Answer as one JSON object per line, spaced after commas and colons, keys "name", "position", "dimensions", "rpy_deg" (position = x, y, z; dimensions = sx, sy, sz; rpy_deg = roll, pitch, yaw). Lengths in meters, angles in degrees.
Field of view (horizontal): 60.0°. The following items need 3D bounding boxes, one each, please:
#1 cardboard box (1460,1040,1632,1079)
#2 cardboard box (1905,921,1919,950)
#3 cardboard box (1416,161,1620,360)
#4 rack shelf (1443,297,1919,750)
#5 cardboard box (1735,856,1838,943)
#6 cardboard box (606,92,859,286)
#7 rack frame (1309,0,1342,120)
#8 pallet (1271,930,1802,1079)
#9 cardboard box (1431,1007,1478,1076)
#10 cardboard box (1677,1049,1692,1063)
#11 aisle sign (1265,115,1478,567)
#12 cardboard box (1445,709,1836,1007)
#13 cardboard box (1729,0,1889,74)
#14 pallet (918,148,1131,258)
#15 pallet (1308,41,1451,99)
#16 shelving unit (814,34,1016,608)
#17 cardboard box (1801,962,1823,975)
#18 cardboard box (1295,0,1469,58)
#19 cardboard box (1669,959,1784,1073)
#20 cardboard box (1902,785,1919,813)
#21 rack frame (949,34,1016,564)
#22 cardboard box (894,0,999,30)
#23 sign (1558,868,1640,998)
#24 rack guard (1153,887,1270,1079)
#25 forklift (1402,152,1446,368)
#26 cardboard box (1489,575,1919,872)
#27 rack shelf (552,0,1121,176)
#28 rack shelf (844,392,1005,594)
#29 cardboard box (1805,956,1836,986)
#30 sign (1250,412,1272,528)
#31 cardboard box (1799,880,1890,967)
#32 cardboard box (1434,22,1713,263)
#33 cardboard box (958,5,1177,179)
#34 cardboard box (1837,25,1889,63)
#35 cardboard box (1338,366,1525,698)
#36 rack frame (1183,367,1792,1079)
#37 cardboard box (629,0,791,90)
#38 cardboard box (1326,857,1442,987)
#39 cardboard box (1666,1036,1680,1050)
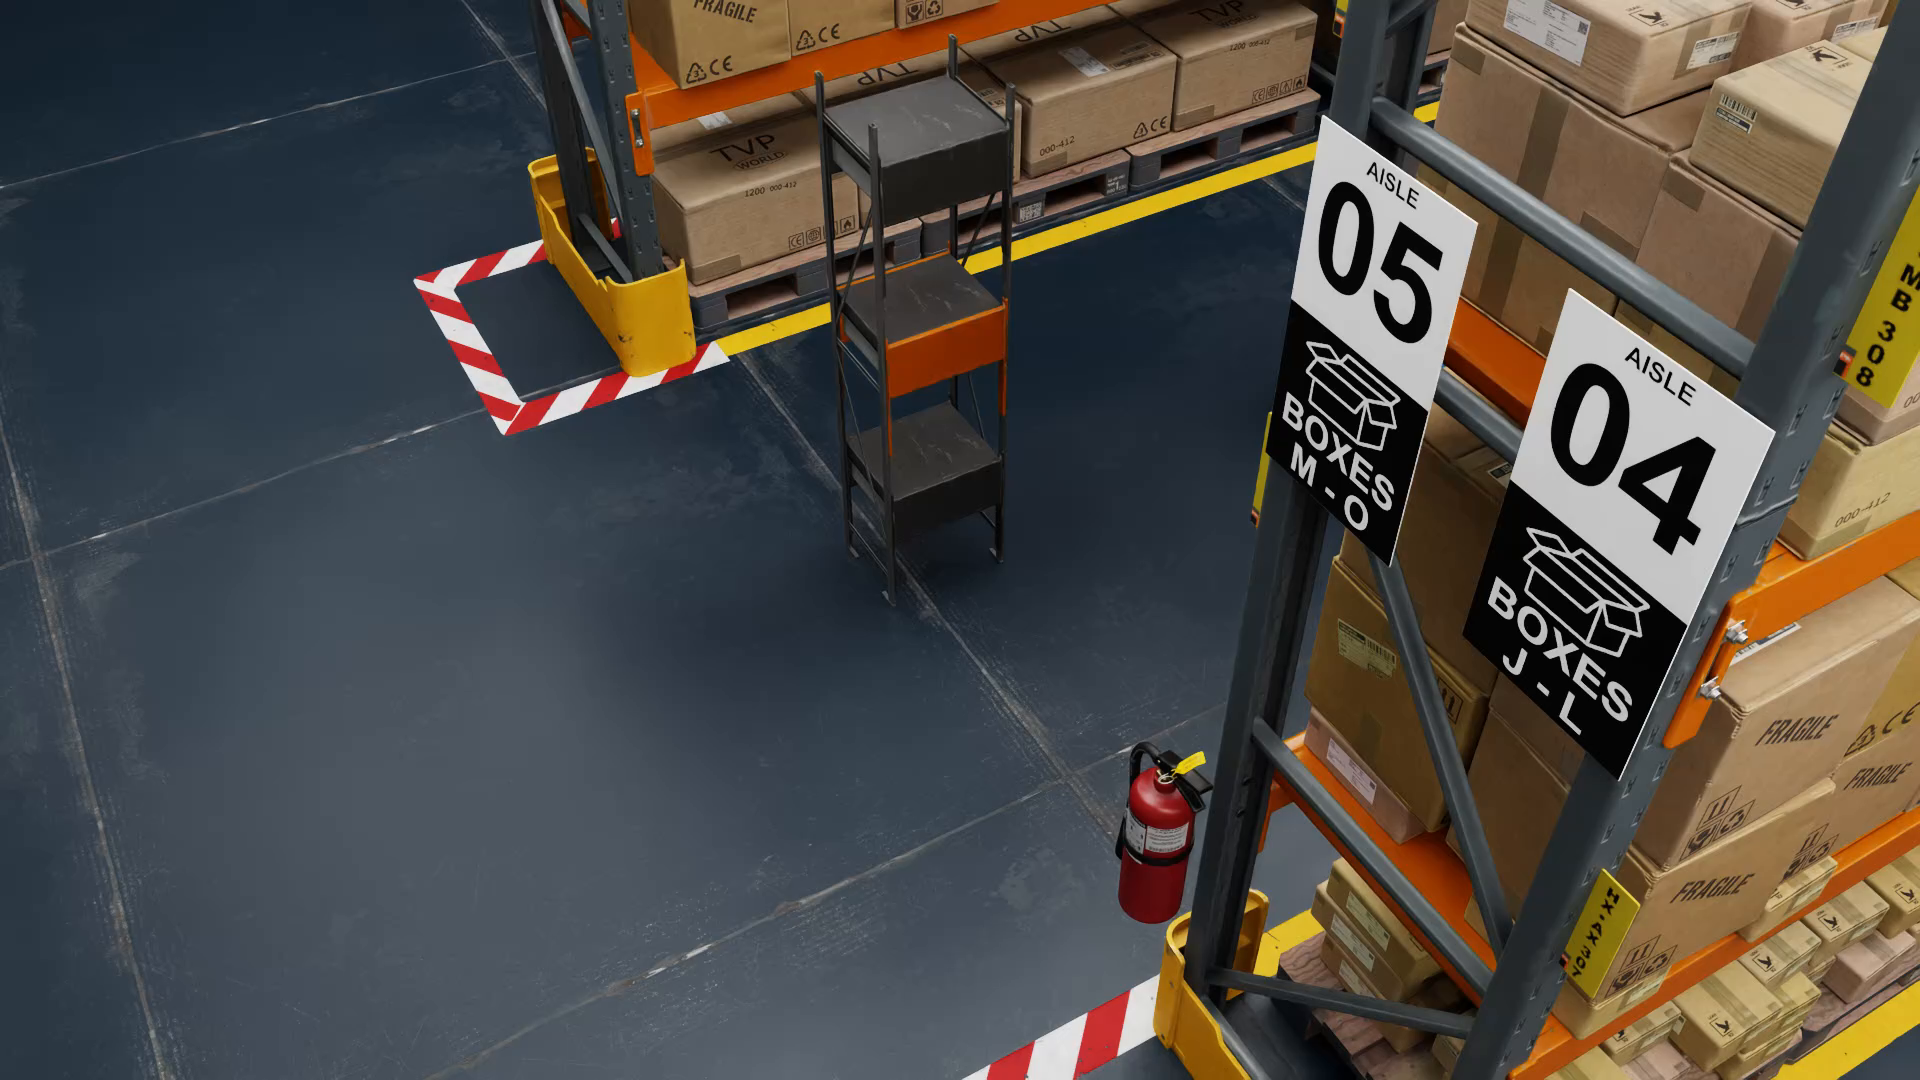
{"name": "cardboard box", "position": [1.576, 1.422, 4.449], "dimensions": [0.250, 0.149, 0.380], "rpy_deg": [-24, 49, -23]}
{"name": "cardboard box", "position": [2.900, 1.079, 5.230], "dimensions": [0.250, 0.149, 0.380], "rpy_deg": [-22, 48, -21]}
{"name": "cardboard box", "position": [1.215, -0.600, 3.168], "dimensions": [0.500, 0.250, 0.500], "rpy_deg": [-23, 49, -22]}
{"name": "rack shelf", "position": [2.686, -0.772, 3.754], "dimensions": [4.000, 0.370, 1.077], "rpy_deg": [-22, 48, -21]}
{"name": "cardboard box", "position": [1.856, 0.742, 4.012], "dimensions": [0.250, 0.149, 0.380], "rpy_deg": [-23, 49, -22]}
{"name": "cardboard box", "position": [-1.079, -1.734, 7.922], "dimensions": [0.875, 0.438, 0.875], "rpy_deg": [-23, 49, -22]}
{"name": "rack frame", "position": [1.867, -3.602, 8.307], "dimensions": [0.127, 3.000, 1.000], "rpy_deg": [-22, 48, -21]}
{"name": "pallet", "position": [1.740, 1.454, 5.100], "dimensions": [1.213, 0.211, 1.003], "rpy_deg": [-22, 48, -21]}
{"name": "cardboard box", "position": [1.534, 1.479, 4.604], "dimensions": [0.250, 0.149, 0.380], "rpy_deg": [-20, 48, -19]}
{"name": "cardboard box", "position": [1.964, 1.394, 4.906], "dimensions": [0.250, 0.149, 0.380], "rpy_deg": [-21, 48, -21]}
{"name": "aisle sign", "position": [0.739, -0.349, 3.089], "dimensions": [0.004, 0.787, 0.394], "rpy_deg": [-22, 48, -21]}
{"name": "cardboard box", "position": [1.479, 0.609, 3.684], "dimensions": [0.500, 0.500, 0.500], "rpy_deg": [-20, 47, -19]}
{"name": "cardboard box", "position": [1.346, -0.937, 2.870], "dimensions": [0.250, 0.149, 0.380], "rpy_deg": [-21, 48, -20]}
{"name": "pallet", "position": [0.109, -1.958, 8.616], "dimensions": [1.213, 0.211, 1.003], "rpy_deg": [-22, 48, -21]}
{"name": "pallet", "position": [2.498, -2.914, 9.601], "dimensions": [1.213, 0.211, 1.003], "rpy_deg": [-22, 48, -21]}
{"name": "shelving unit", "position": [-0.144, -0.696, 5.960], "dimensions": [0.503, 2.100, 0.431], "rpy_deg": [-22, 48, -21]}
{"name": "cardboard box", "position": [2.427, 1.107, 4.988], "dimensions": [0.250, 0.149, 0.380], "rpy_deg": [-24, 49, -23]}
{"name": "cardboard box", "position": [2.364, -3.253, 9.173], "dimensions": [0.875, 0.875, 0.875], "rpy_deg": [-20, 48, -20]}
{"name": "cardboard box", "position": [2.037, 1.244, 4.633], "dimensions": [0.250, 0.149, 0.380], "rpy_deg": [-22, 48, -21]}
{"name": "cardboard box", "position": [2.361, 0.245, 4.058], "dimensions": [0.500, 0.500, 0.500], "rpy_deg": [-21, 48, -20]}
{"name": "rack frame", "position": [0.068, -0.781, 6.047], "dimensions": [0.015, 2.100, 0.400], "rpy_deg": [-22, 48, -21]}
{"name": "cardboard box", "position": [-0.168, -2.601, 7.204], "dimensions": [0.500, 0.500, 0.500], "rpy_deg": [-22, 48, -21]}
{"name": "sign", "position": [1.223, 0.757, 3.194], "dimensions": [0.005, 0.325, 0.100], "rpy_deg": [-22, 48, -21]}
{"name": "rack guard", "position": [1.018, 1.611, 4.731], "dimensions": [0.348, 0.500, 1.175], "rpy_deg": [-22, 48, -21]}
{"name": "forklift", "position": [3.183, -1.954, 6.659], "dimensions": [3.031, 2.935, 1.130], "rpy_deg": [-16, 47, -16]}
{"name": "cardboard box", "position": [1.474, 0.243, 3.342], "dimensions": [0.500, 0.500, 0.500], "rpy_deg": [-22, 48, -21]}
{"name": "rack shelf", "position": [0.133, -2.650, 7.843], "dimensions": [4.000, 0.370, 1.077], "rpy_deg": [-22, 48, -21]}
{"name": "rack shelf", "position": [-0.144, -0.184, 6.457], "dimensions": [0.480, 0.518, 0.431], "rpy_deg": [-22, 48, -21]}
{"name": "cardboard box", "position": [2.414, 1.225, 5.079], "dimensions": [0.250, 0.149, 0.380], "rpy_deg": [-22, 48, -21]}
{"name": "sign", "position": [0.693, -0.131, 3.673], "dimensions": [0.005, 0.325, 0.100], "rpy_deg": [-22, 48, -21]}
{"name": "cardboard box", "position": [2.456, 1.018, 4.866], "dimensions": [0.250, 0.149, 0.380], "rpy_deg": [-20, 48, -19]}
{"name": "cardboard box", "position": [1.225, -0.775, 2.990], "dimensions": [0.500, 0.250, 0.500], "rpy_deg": [-23, 49, -22]}
{"name": "cardboard box", "position": [0.493, -2.369, 8.575], "dimensions": [0.875, 0.438, 0.875], "rpy_deg": [-23, 49, -22]}
{"name": "cardboard box", "position": [1.576, -0.657, 2.582], "dimensions": [0.250, 0.149, 0.380], "rpy_deg": [-20, 48, -19]}
{"name": "cardboard box", "position": [1.225, -0.070, 3.665], "dimensions": [0.500, 0.500, 0.500], "rpy_deg": [-23, 49, -22]}
{"name": "rack frame", "position": [0.952, 0.740, 3.833], "dimensions": [0.127, 3.000, 1.000], "rpy_deg": [-22, 48, -21]}
{"name": "cardboard box", "position": [-1.042, -2.243, 6.836], "dimensions": [0.500, 0.500, 0.500], "rpy_deg": [-22, 48, -21]}
{"name": "cardboard box", "position": [1.285, 1.062, 4.820], "dimensions": [0.250, 0.149, 0.380], "rpy_deg": [-21, 48, -20]}
{"name": "cardboard box", "position": [1.968, 1.280, 4.809], "dimensions": [0.250, 0.149, 0.380], "rpy_deg": [-21, 48, -20]}
